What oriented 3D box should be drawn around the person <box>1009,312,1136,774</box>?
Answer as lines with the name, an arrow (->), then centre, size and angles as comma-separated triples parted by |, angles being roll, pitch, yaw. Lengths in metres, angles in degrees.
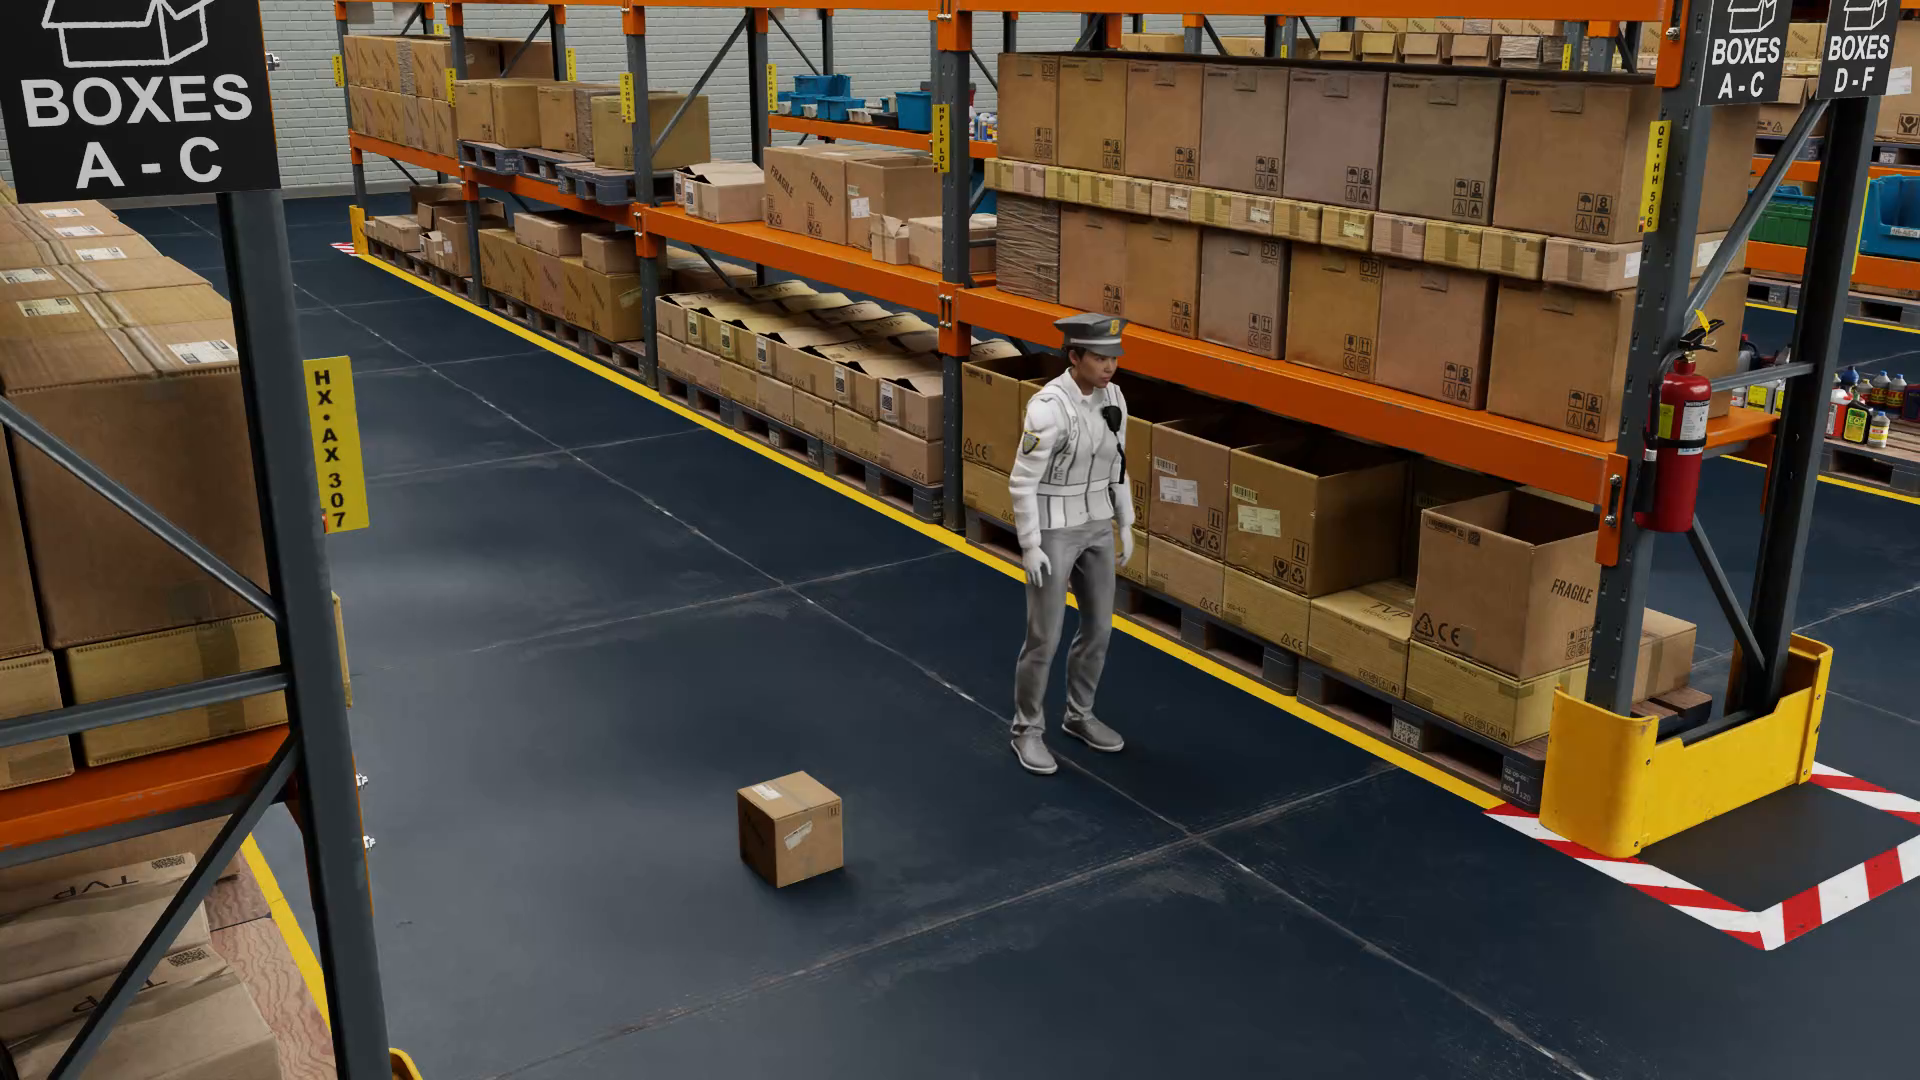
person -> 0.415, -0.010, 6.076 | 0.548, 1.667, 0.369 | -13, 22, -35
